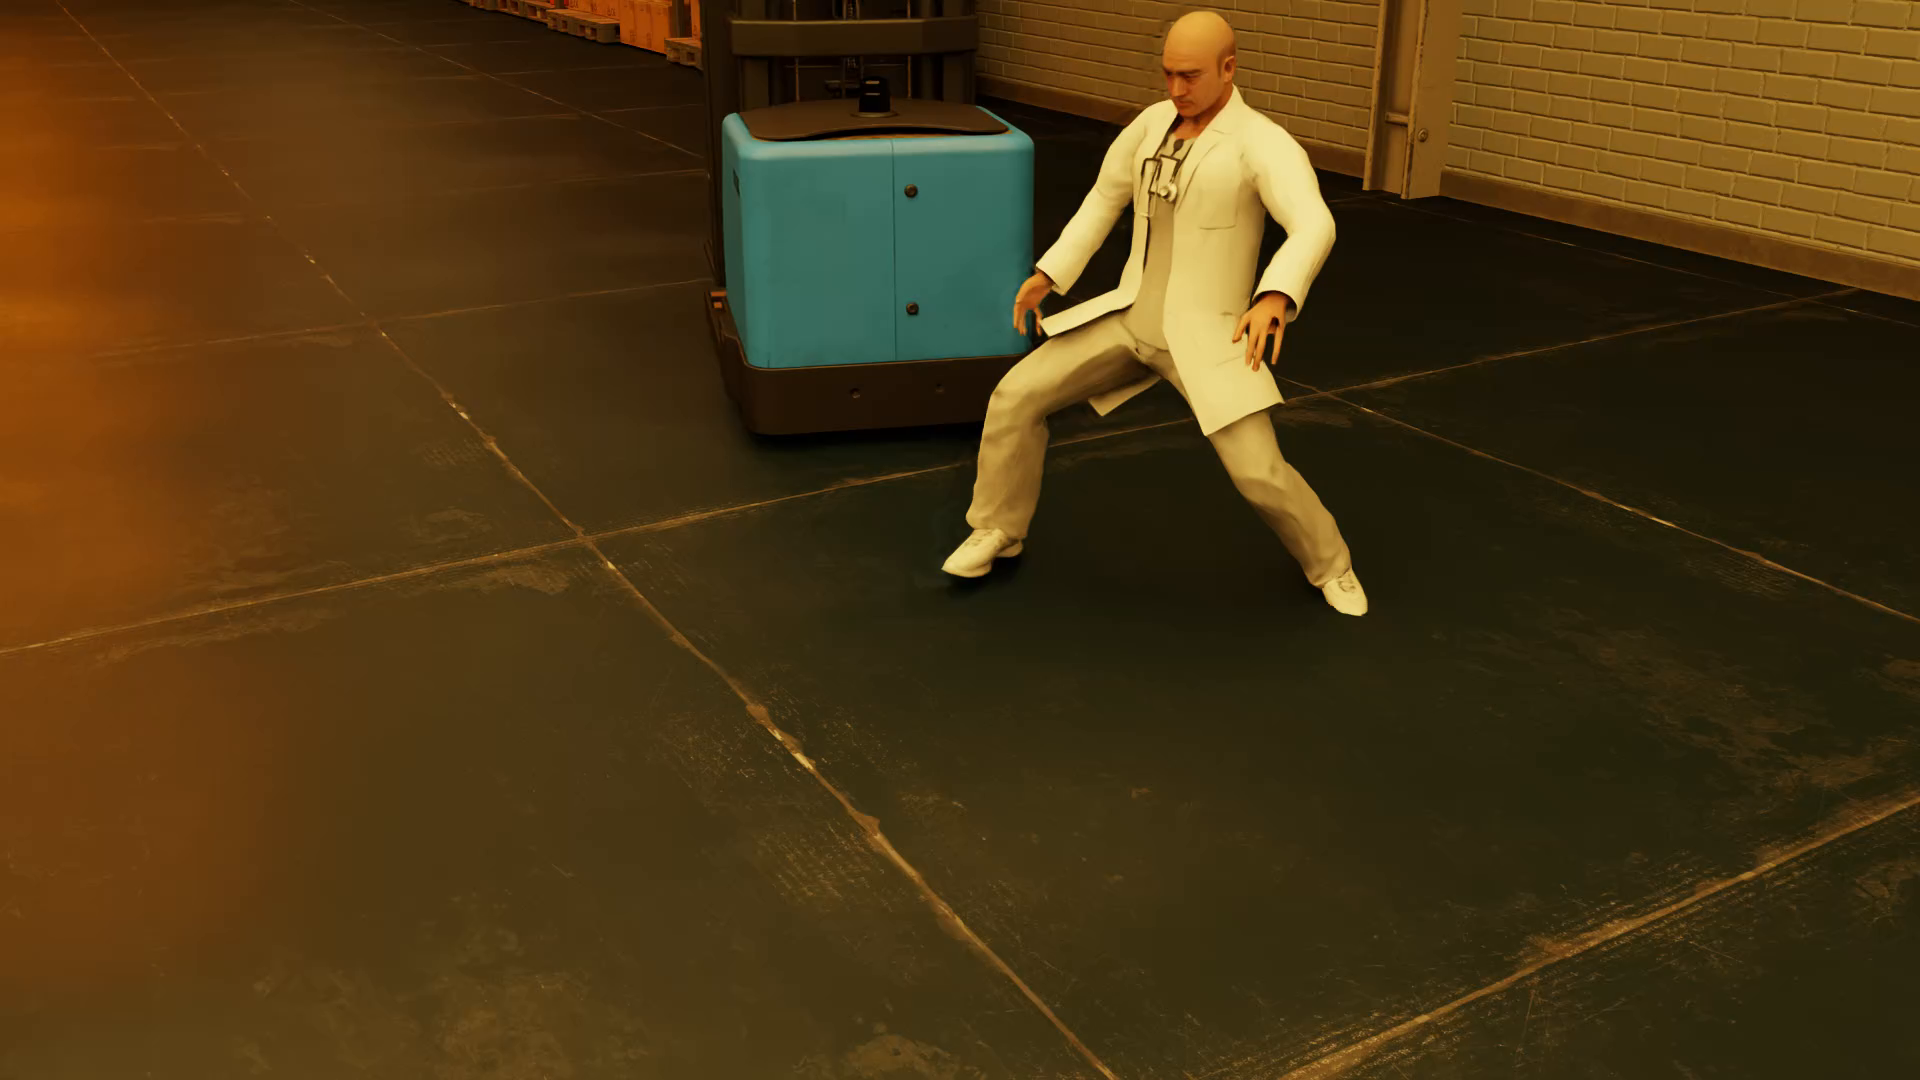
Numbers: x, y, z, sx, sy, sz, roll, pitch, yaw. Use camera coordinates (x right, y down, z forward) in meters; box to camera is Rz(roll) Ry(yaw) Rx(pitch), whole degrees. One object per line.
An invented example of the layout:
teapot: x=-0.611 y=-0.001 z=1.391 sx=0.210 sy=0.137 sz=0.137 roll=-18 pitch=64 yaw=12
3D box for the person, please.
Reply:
person: x=0.574 y=-0.572 z=4.502 sx=0.967 sy=1.634 sz=1.032 roll=-19 pitch=29 yaw=-38

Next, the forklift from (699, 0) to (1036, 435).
forklift: x=-0.532 y=-2.253 z=6.763 sx=1.130 sy=2.935 sz=3.031 roll=-5 pitch=23 yaw=-11
